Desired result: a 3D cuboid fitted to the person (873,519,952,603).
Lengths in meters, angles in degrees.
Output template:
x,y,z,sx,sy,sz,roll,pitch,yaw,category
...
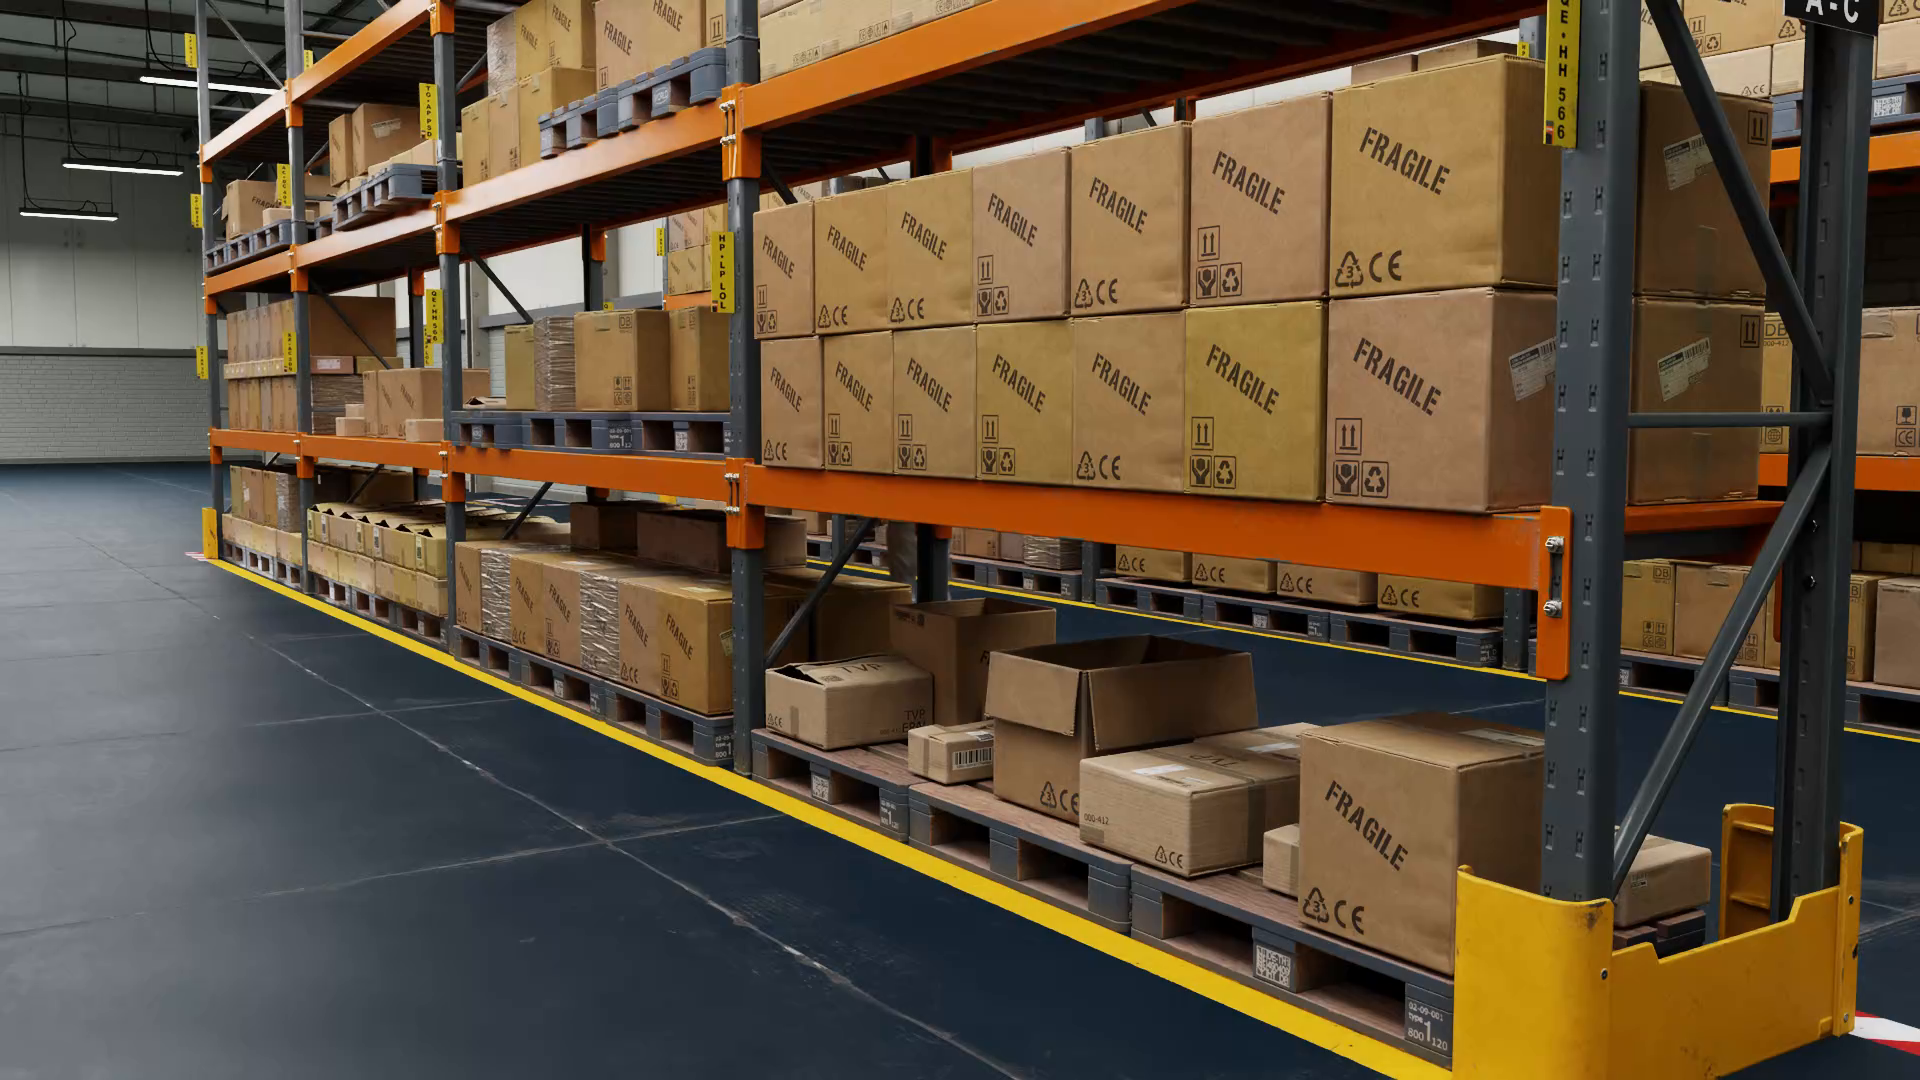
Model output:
x,y,z,sx,sy,sz,roll,pitch,yaw,category
-0.268,-0.107,9.486,0.520,1.771,0.566,-3,6,-35,person
